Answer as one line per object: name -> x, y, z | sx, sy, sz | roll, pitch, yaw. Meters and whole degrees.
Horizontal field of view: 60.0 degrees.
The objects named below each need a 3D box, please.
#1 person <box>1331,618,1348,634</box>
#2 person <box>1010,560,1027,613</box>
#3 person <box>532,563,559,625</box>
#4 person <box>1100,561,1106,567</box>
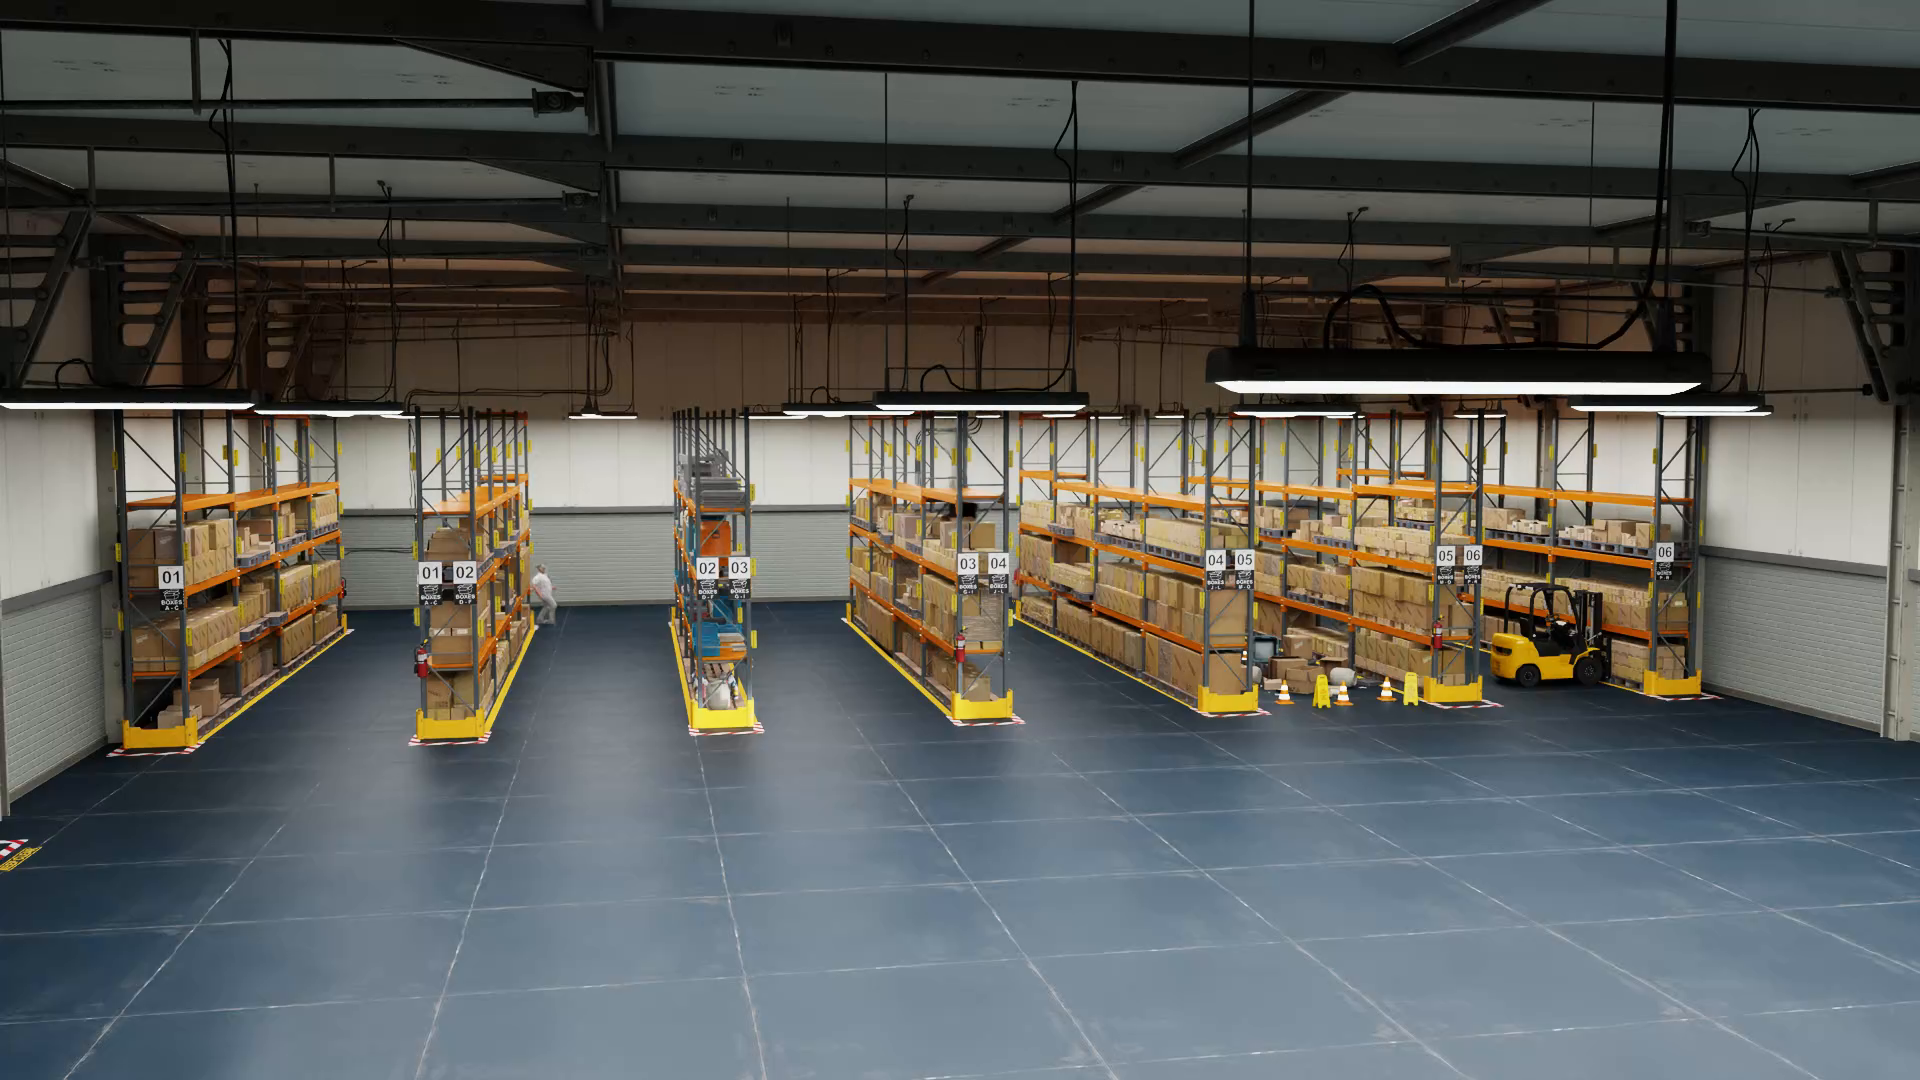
person -> 9.867, 1.793, 43.084 | 0.640, 1.726, 0.662 | -1, 4, -15
person -> 1.824, 1.363, 49.710 | 0.581, 1.689, 0.655 | -3, 5, -35
person -> -11.670, 1.548, 46.872 | 0.657, 1.803, 0.707 | 0, 4, 1
person -> 4.234, 1.452, 48.457 | 0.664, 1.680, 0.625 | -3, 5, -36
